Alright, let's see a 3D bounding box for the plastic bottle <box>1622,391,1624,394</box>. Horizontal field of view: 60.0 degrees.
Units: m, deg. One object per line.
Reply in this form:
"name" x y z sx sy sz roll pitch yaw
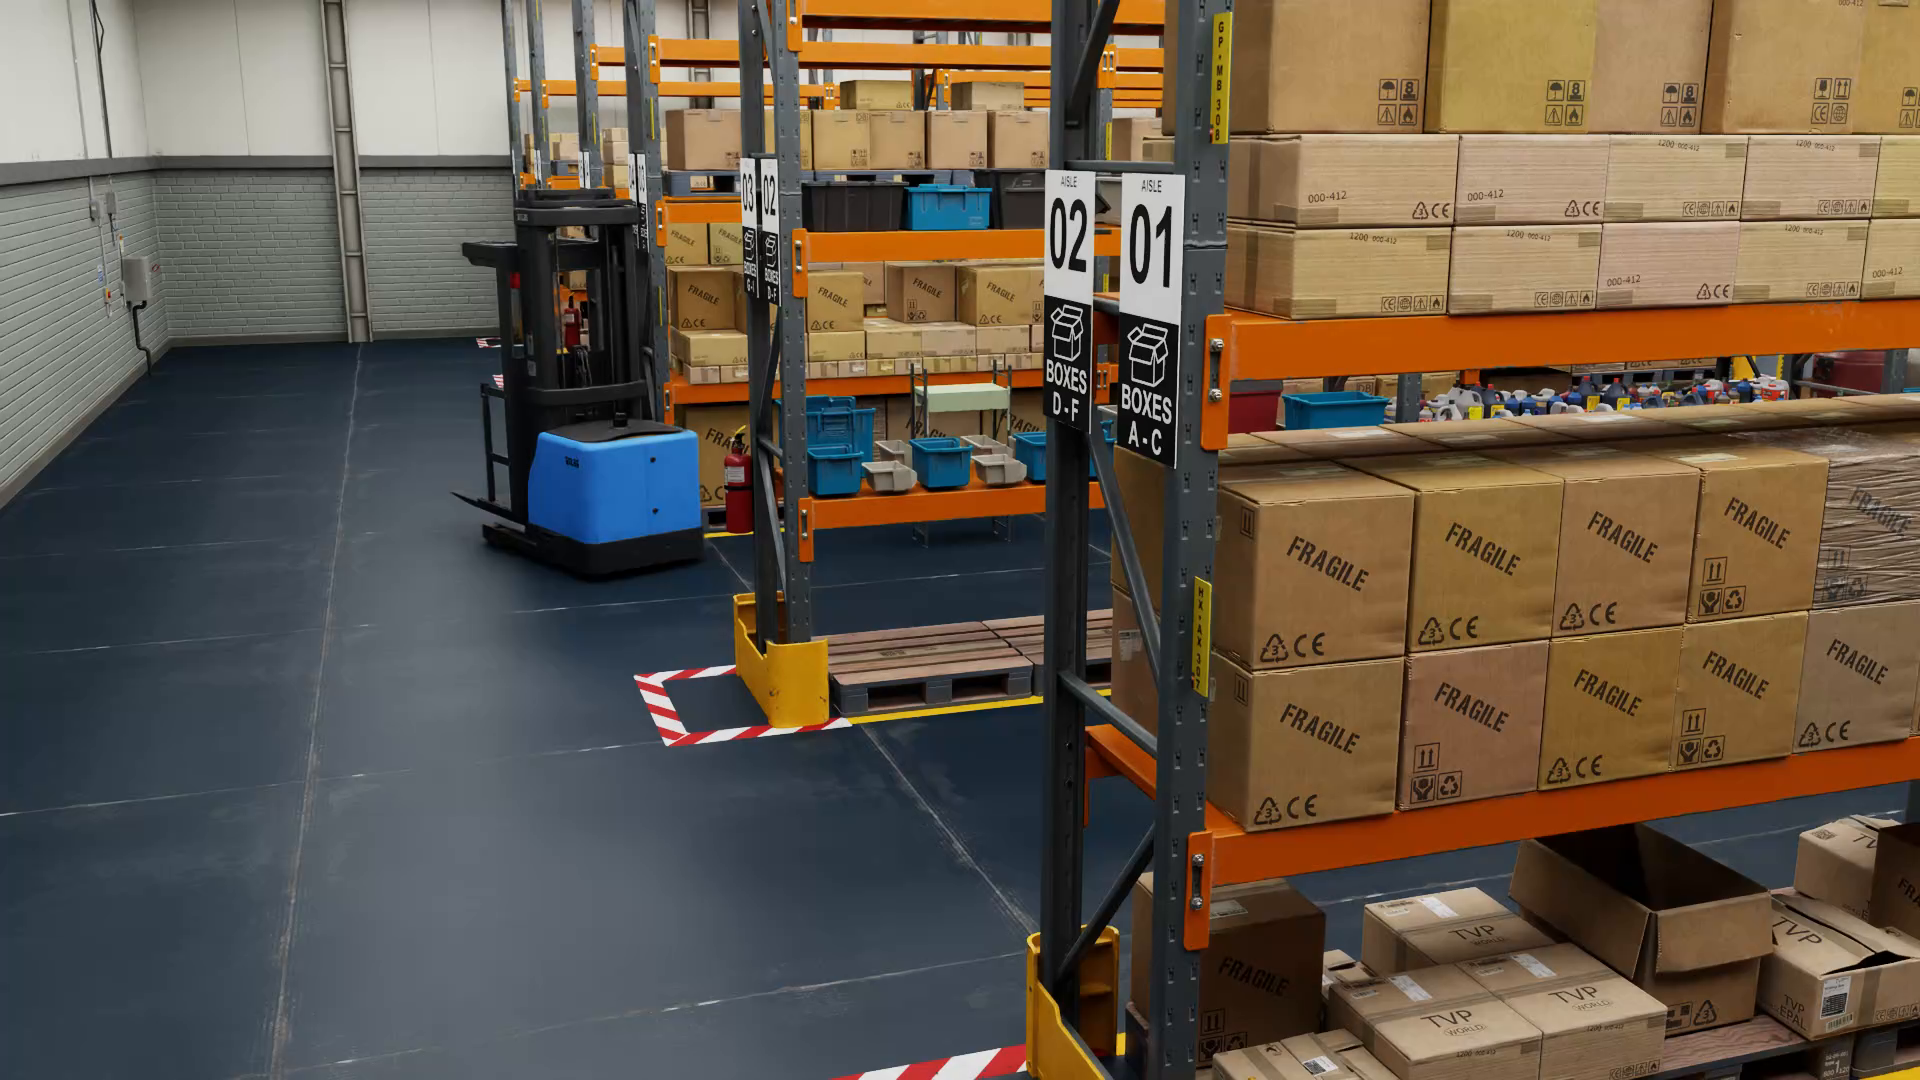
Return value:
"plastic bottle" 4.779 -0.993 12.112 0.097 0.271 0.097 0 13 0

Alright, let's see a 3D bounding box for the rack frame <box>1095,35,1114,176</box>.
"rack frame" 1.135 -4.814 14.934 0.127 3.000 1.000 -4 14 -18

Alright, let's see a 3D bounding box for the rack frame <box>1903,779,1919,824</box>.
"rack frame" 4.291 0.278 6.493 0.127 3.000 1.000 -4 14 -18

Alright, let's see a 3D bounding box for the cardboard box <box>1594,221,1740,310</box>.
"cardboard box" 2.019 -0.867 5.147 0.500 0.250 0.500 -4 14 -18

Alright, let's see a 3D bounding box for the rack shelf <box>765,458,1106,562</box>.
"rack shelf" 0.819 -0.311 10.524 4.000 0.370 1.077 -4 14 -18

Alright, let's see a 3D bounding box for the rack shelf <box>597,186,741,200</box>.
"rack shelf" -2.247 -3.952 19.348 4.000 0.370 1.077 -4 14 -18

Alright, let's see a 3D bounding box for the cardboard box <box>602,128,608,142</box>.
"cardboard box" -3.921 -4.608 18.932 0.250 0.149 0.380 -5 14 -19

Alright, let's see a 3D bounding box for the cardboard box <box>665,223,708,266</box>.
"cardboard box" -3.156 -3.389 18.887 0.500 0.500 0.500 -4 14 -16

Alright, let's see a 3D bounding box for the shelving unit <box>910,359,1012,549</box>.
"shelving unit" 0.006 -0.730 13.971 0.755 1.500 0.431 -4 14 -18

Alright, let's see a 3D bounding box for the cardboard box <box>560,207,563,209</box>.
"cardboard box" -5.541 -4.694 23.618 0.250 0.149 0.380 -4 14 -17

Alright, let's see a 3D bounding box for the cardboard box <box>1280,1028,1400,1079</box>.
"cardboard box" 1.243 1.763 5.419 0.250 0.166 0.380 -4 14 -18

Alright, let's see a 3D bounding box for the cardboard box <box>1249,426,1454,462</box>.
"cardboard box" 1.312 -0.093 5.674 0.500 0.500 0.500 -4 14 -17

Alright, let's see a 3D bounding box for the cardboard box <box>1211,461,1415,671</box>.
"cardboard box" 1.004 0.063 5.019 0.500 0.500 0.500 -4 14 -16

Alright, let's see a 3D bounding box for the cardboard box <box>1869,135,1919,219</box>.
"cardboard box" 2.967 -1.184 5.399 0.500 0.250 0.500 -4 14 -18

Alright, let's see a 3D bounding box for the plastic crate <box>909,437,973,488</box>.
"plastic crate" -0.114 -0.456 9.810 0.300 0.233 0.416 -4 14 -18

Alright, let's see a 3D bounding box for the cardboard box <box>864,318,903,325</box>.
"cardboard box" -0.826 -1.880 15.245 0.500 0.250 0.500 -4 14 -18

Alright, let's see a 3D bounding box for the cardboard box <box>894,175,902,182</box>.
"cardboard box" -0.730 -4.281 19.502 0.500 0.250 0.500 -4 14 -17

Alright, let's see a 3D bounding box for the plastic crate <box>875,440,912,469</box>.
"plastic crate" -0.361 -0.514 10.264 0.243 0.136 0.396 -4 14 -18

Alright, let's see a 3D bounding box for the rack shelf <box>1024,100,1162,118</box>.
"rack shelf" 2.074 -7.974 30.638 4.000 0.370 1.077 -4 14 -18

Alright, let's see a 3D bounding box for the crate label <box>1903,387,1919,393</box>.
"crate label" 7.025 -0.972 12.107 0.416 0.233 0.303 -4 14 -18

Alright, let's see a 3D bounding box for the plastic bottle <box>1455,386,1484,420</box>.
"plastic bottle" 3.527 -0.893 11.521 0.185 0.351 0.144 -4 14 -18

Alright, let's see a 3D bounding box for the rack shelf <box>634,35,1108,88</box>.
"rack shelf" -0.761 -4.122 14.443 4.000 0.370 1.077 -4 14 -18

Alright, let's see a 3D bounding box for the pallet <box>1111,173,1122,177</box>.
"pallet" 1.988 -3.340 15.633 1.217 0.209 0.805 -5 14 -20

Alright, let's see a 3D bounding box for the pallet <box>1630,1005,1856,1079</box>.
"pallet" 2.481 1.776 6.221 1.213 0.211 1.003 -4 14 -18

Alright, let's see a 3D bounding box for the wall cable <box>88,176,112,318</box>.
"wall cable" -11.154 -3.862 21.632 0.123 1.953 0.585 -4 14 -18

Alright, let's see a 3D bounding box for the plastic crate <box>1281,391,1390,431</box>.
"plastic crate" 2.381 -0.721 10.597 0.575 0.384 0.392 -4 14 -18

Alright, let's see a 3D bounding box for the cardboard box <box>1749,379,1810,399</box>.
"cardboard box" 9.109 -1.495 18.438 0.500 0.500 0.500 -5 14 -20

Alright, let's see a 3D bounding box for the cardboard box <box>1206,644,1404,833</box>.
"cardboard box" 1.004 0.549 5.135 0.500 0.500 0.500 -4 14 -17

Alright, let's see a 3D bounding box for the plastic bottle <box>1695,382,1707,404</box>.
"plastic bottle" 5.455 -1.030 12.271 0.097 0.271 0.097 0 13 0

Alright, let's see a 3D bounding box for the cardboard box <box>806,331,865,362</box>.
"cardboard box" -1.147 -1.724 14.590 0.500 0.250 0.500 -5 14 -20

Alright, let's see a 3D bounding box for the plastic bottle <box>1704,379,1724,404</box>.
"plastic bottle" 5.554 -1.049 12.337 0.135 0.276 0.152 -4 14 -18

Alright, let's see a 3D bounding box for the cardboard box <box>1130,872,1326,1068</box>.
"cardboard box" 0.937 1.481 5.886 0.500 0.500 0.500 -4 14 -18

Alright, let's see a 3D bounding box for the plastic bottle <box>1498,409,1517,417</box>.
"plastic bottle" 3.622 -0.726 10.981 0.135 0.276 0.152 -4 14 -18

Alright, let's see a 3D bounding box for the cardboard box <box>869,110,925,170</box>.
"cardboard box" -0.639 -3.539 14.717 0.500 0.500 0.700 -4 14 -16

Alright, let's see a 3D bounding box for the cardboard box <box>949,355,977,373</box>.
"cardboard box" -0.025 -1.603 14.941 0.250 0.149 0.380 -4 14 -17

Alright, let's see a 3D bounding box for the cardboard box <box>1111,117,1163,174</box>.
"cardboard box" 1.681 -3.652 15.410 0.500 0.500 0.700 -4 14 -17

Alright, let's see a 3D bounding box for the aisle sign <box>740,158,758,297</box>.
"aisle sign" -1.238 -1.837 9.767 0.004 0.787 0.394 -4 14 -18

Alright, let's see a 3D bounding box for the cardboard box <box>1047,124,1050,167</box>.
"cardboard box" 1.155 -4.789 20.183 0.637 0.503 0.797 -5 14 -19

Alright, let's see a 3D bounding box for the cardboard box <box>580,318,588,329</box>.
"cardboard box" -6.378 -3.726 28.580 0.250 0.149 0.380 -5 14 -20

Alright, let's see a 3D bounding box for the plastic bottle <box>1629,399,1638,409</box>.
"plastic bottle" 4.629 -0.831 11.432 0.097 0.271 0.097 0 13 0

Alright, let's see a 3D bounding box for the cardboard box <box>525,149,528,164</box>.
"cardboard box" -7.069 -6.485 28.125 0.500 0.250 0.500 -5 14 -19

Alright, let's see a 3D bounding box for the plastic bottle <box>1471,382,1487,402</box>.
"plastic bottle" 3.657 -0.938 11.711 0.185 0.351 0.144 -4 14 -18

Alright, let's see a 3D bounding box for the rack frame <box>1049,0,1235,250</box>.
"rack frame" 0.500 -2.346 4.557 0.127 3.000 1.000 -4 14 -18

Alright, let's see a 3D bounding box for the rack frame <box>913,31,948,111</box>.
"rack frame" -0.351 -5.909 19.539 0.127 3.000 1.000 -4 14 -18

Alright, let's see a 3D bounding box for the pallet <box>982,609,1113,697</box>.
"pallet" 0.872 0.701 10.738 1.213 0.211 1.003 -4 14 -18

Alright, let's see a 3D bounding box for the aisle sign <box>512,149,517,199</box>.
"aisle sign" -7.374 -6.057 27.507 0.004 0.787 0.394 -4 14 -18

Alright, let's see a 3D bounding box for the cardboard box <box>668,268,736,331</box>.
"cardboard box" -2.278 -2.130 14.677 0.500 0.500 0.500 -4 14 -17

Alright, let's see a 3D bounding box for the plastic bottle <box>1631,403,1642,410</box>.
"plastic bottle" 4.583 -0.792 11.269 0.097 0.271 0.097 0 13 0

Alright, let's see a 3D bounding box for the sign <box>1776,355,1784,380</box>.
"sign" 6.324 -1.304 12.789 0.005 0.325 0.100 -4 14 -18

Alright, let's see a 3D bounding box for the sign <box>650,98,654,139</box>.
"sign" -2.485 -3.401 13.416 0.005 0.325 0.100 -4 14 -18

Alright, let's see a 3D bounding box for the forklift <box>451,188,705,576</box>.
"forklift" -3.376 -1.428 13.813 1.130 2.935 3.031 -11 17 -38

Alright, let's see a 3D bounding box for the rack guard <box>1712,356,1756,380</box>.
"rack guard" 11.045 -2.662 24.253 0.348 0.500 1.175 -4 14 -18

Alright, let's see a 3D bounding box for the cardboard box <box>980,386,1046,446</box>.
"cardboard box" 0.484 -1.035 15.694 0.875 0.875 0.875 -4 14 -18

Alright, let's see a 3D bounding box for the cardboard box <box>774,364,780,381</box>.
"cardboard box" -1.729 -1.470 14.383 0.250 0.149 0.380 -5 14 -19
